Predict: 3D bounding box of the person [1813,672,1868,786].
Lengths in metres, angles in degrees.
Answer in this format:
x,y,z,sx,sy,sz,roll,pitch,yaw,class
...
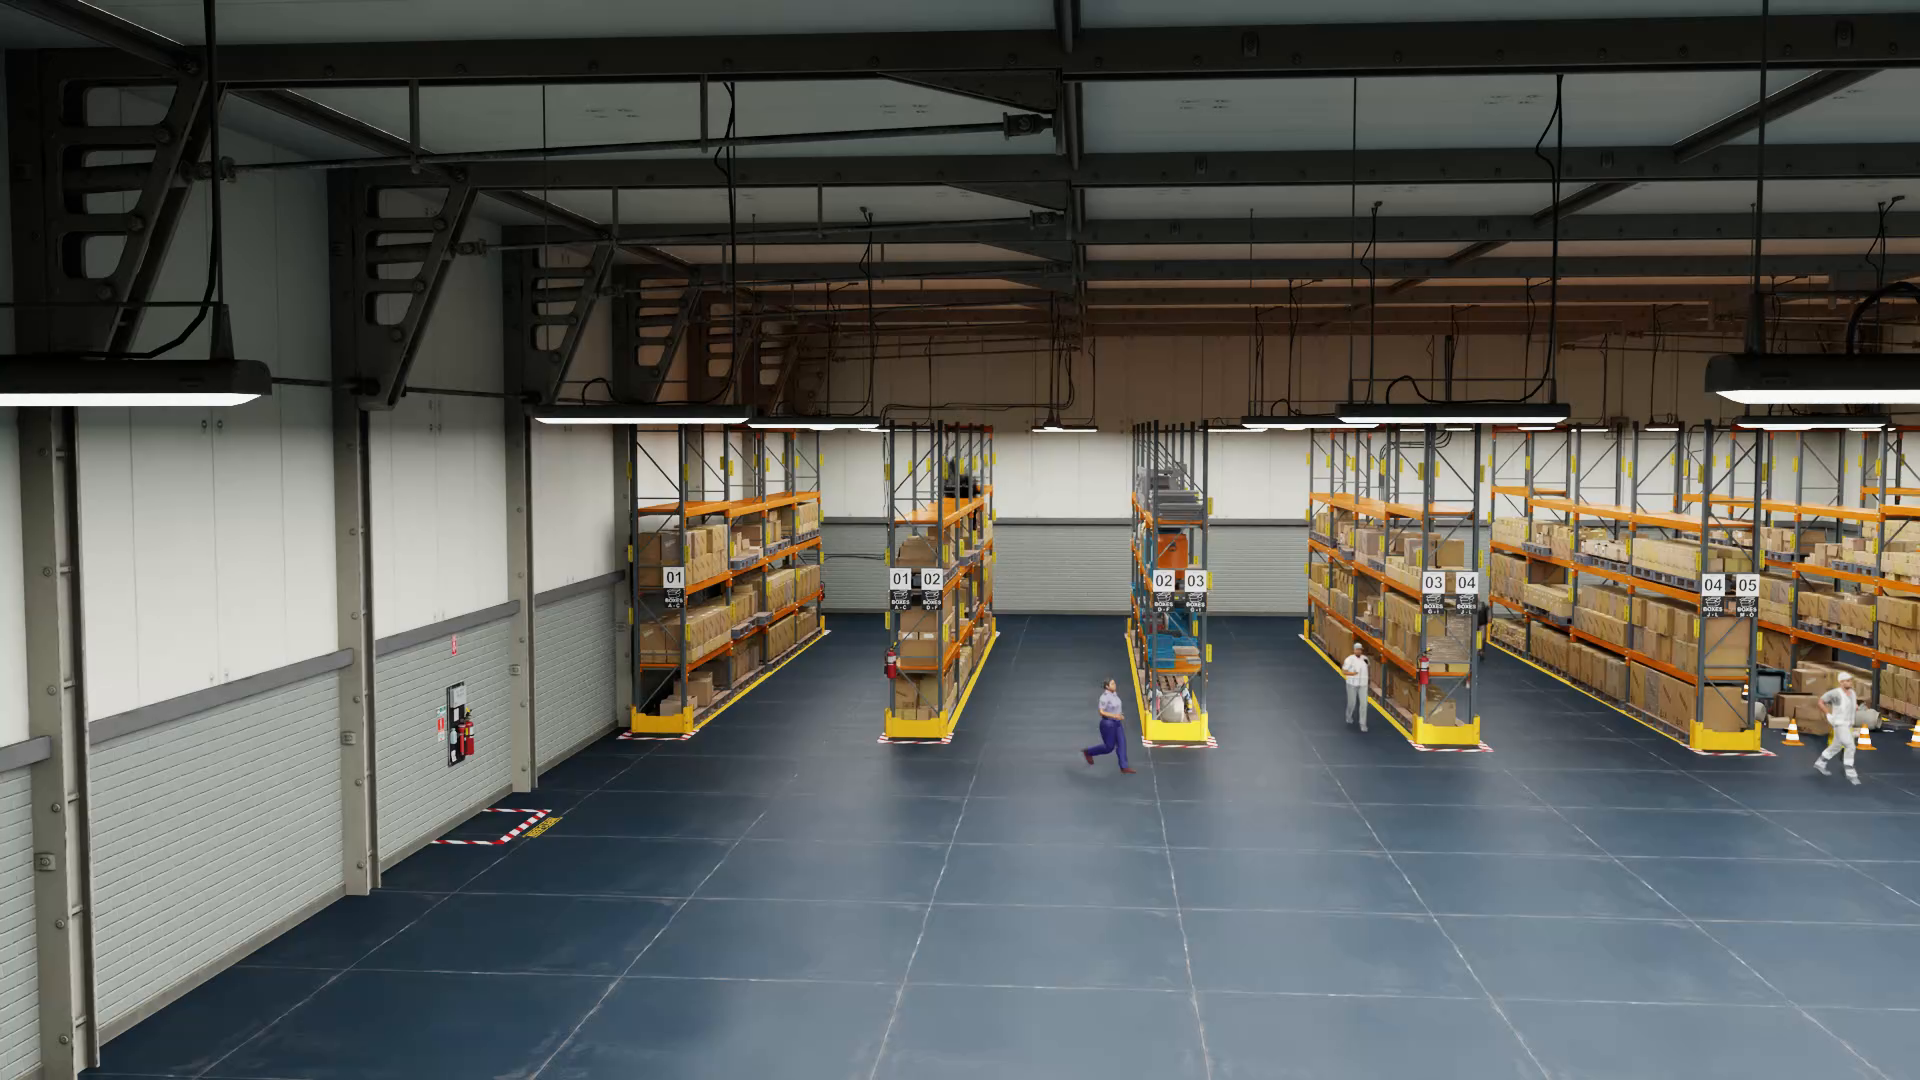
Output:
x,y,z,sx,sy,sz,roll,pitch,yaw,class
14.575,3.089,27.491,0.624,1.836,0.855,-2,4,-34,person

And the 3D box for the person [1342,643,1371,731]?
x,y,z,sx,sy,sz,roll,pitch,yaw,class
7.719,2.824,32.289,0.609,1.651,0.915,0,4,0,person

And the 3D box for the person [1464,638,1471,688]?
x,y,z,sx,sy,sz,roll,pitch,yaw,class
11.481,2.511,37.702,0.596,1.633,0.737,0,4,4,person

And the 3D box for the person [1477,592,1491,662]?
x,y,z,sx,sy,sz,roll,pitch,yaw,class
13.177,2.201,42.270,0.663,1.739,0.908,1,4,10,person

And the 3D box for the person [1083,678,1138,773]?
x,y,z,sx,sy,sz,roll,pitch,yaw,class
2.573,3.133,28.104,0.924,1.609,0.621,2,4,30,person
